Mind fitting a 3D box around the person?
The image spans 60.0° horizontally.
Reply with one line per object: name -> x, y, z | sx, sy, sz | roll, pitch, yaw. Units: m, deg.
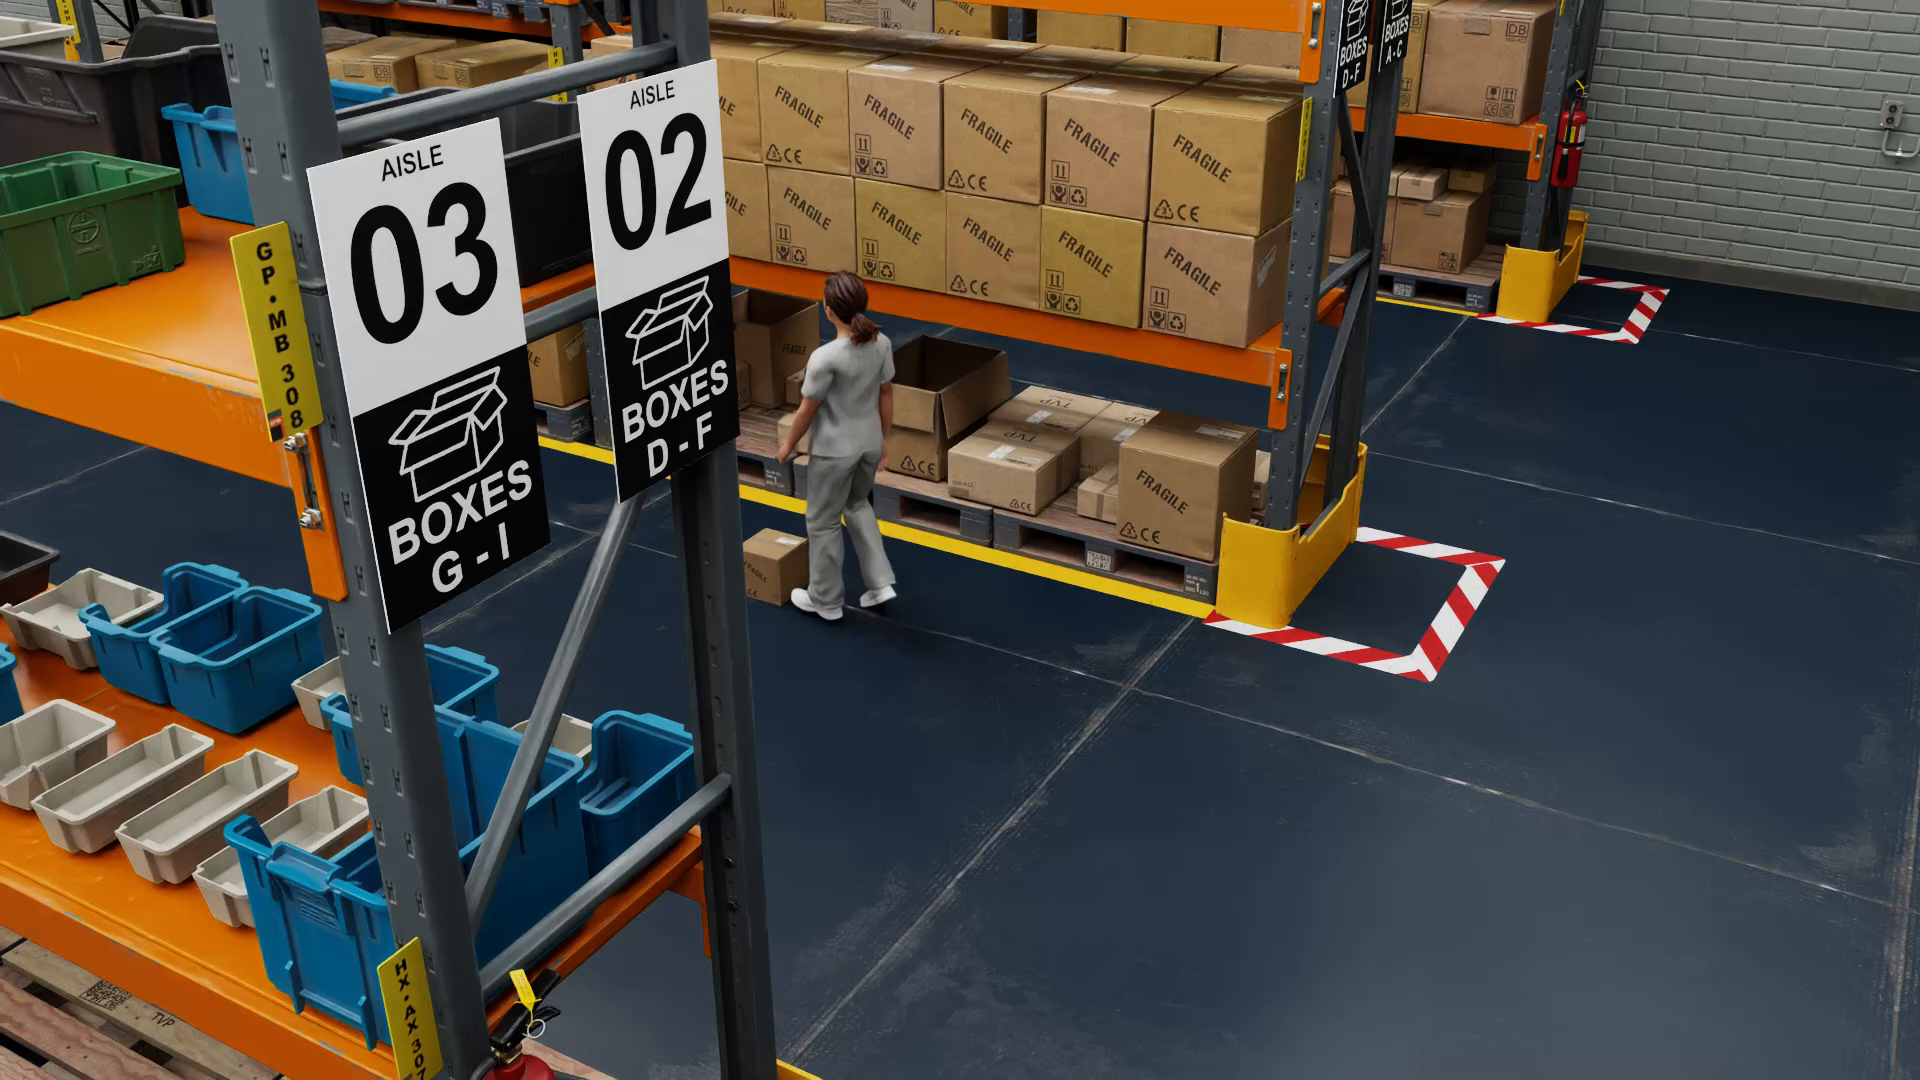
person -> -0.550, -0.392, 7.394 | 0.465, 1.697, 0.517 | -24, 35, -39
